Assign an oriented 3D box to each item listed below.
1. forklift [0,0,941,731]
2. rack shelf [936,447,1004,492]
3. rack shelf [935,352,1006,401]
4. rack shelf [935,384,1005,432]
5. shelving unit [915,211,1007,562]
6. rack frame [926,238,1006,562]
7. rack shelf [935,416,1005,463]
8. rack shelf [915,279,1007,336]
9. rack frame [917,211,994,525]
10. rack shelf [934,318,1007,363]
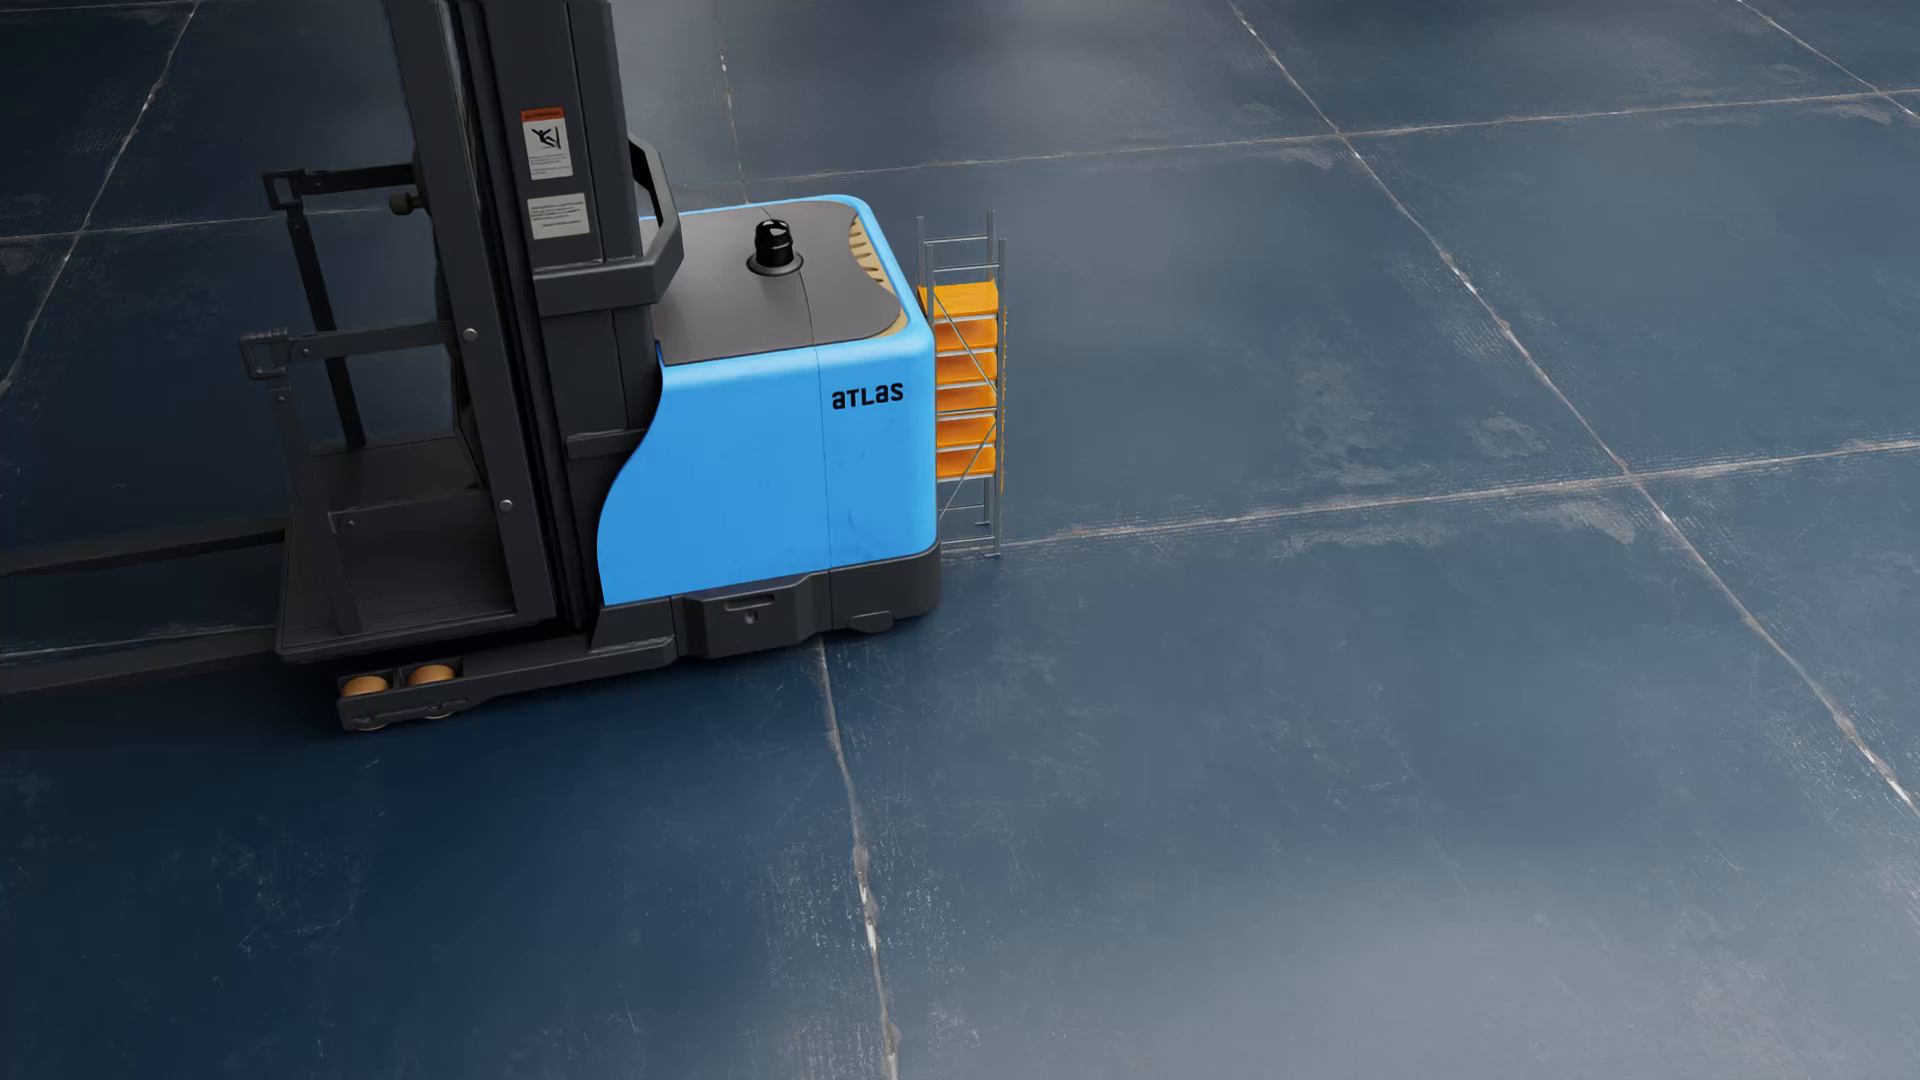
[{"bbox_3d":[-1.637,-0.944,4.576,3.031,2.935,1.130,-9,39,-12],"label":"forklift"},{"bbox_3d":[0.003,-0.240,5.545,0.258,0.103,0.180,-6,38,-8],"label":"rack shelf"},{"bbox_3d":[0.003,-0.525,5.324,0.258,0.103,0.180,-6,38,-8],"label":"rack shelf"},{"bbox_3d":[0.003,-0.430,5.398,0.258,0.103,0.180,-6,38,-8],"label":"rack shelf"},{"bbox_3d":[0.003,-0.465,5.371,0.258,1.200,0.189,-6,38,-8],"label":"shelving unit"},{"bbox_3d":[0.019,-0.410,5.300,0.240,1.200,0.006,-6,38,-8],"label":"rack frame"},{"bbox_3d":[0.003,-0.335,5.472,0.258,0.103,0.180,-6,38,-8],"label":"rack shelf"},{"bbox_3d":[0.003,-0.714,5.177,0.258,0.103,0.180,-6,38,-8],"label":"rack shelf"},{"bbox_3d":[-0.013,-0.520,5.442,0.240,1.200,0.006,-6,38,-8],"label":"rack frame"},{"bbox_3d":[0.003,-0.620,5.251,0.258,0.103,0.180,-6,38,-8],"label":"rack shelf"}]
